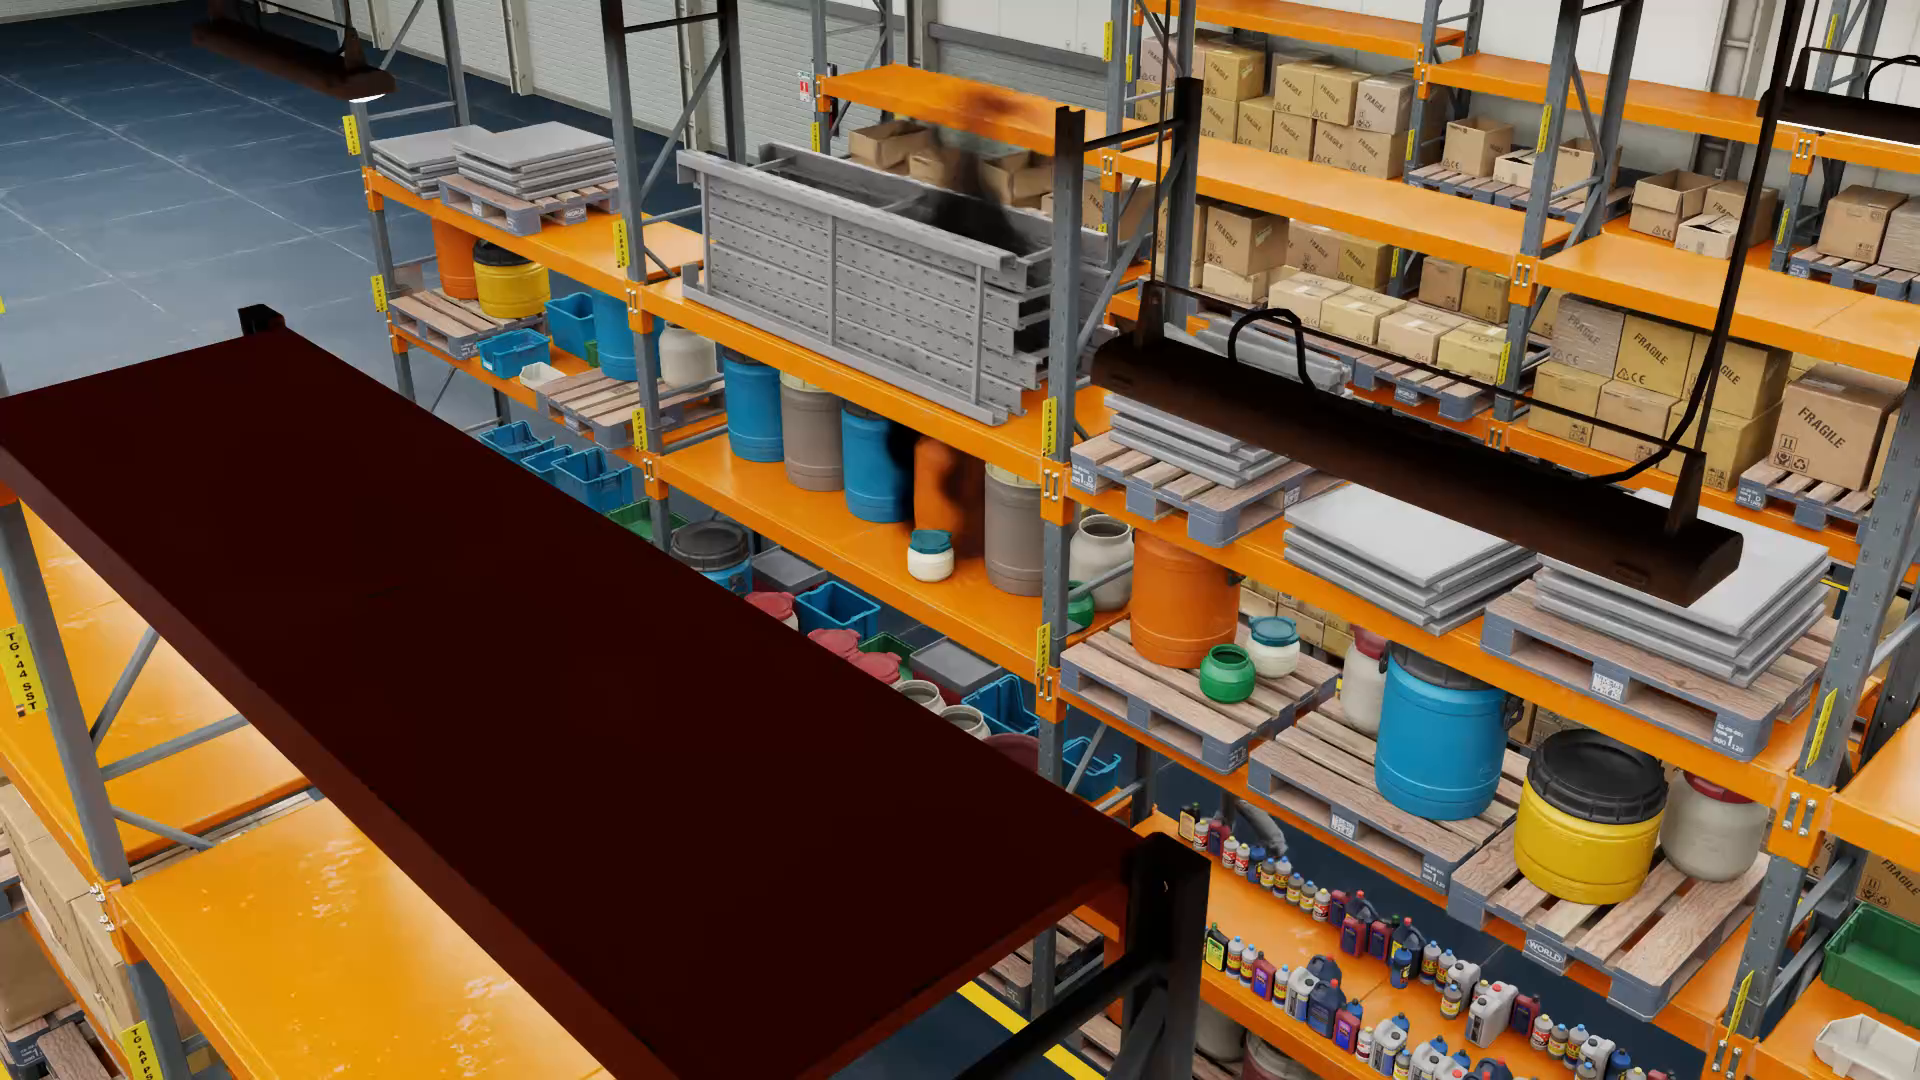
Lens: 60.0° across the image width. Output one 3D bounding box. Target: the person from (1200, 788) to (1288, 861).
[{"bbox_3d":[2.061,1.448,11.714,0.811,1.765,0.646,24,36,37],"label":"person"}]
